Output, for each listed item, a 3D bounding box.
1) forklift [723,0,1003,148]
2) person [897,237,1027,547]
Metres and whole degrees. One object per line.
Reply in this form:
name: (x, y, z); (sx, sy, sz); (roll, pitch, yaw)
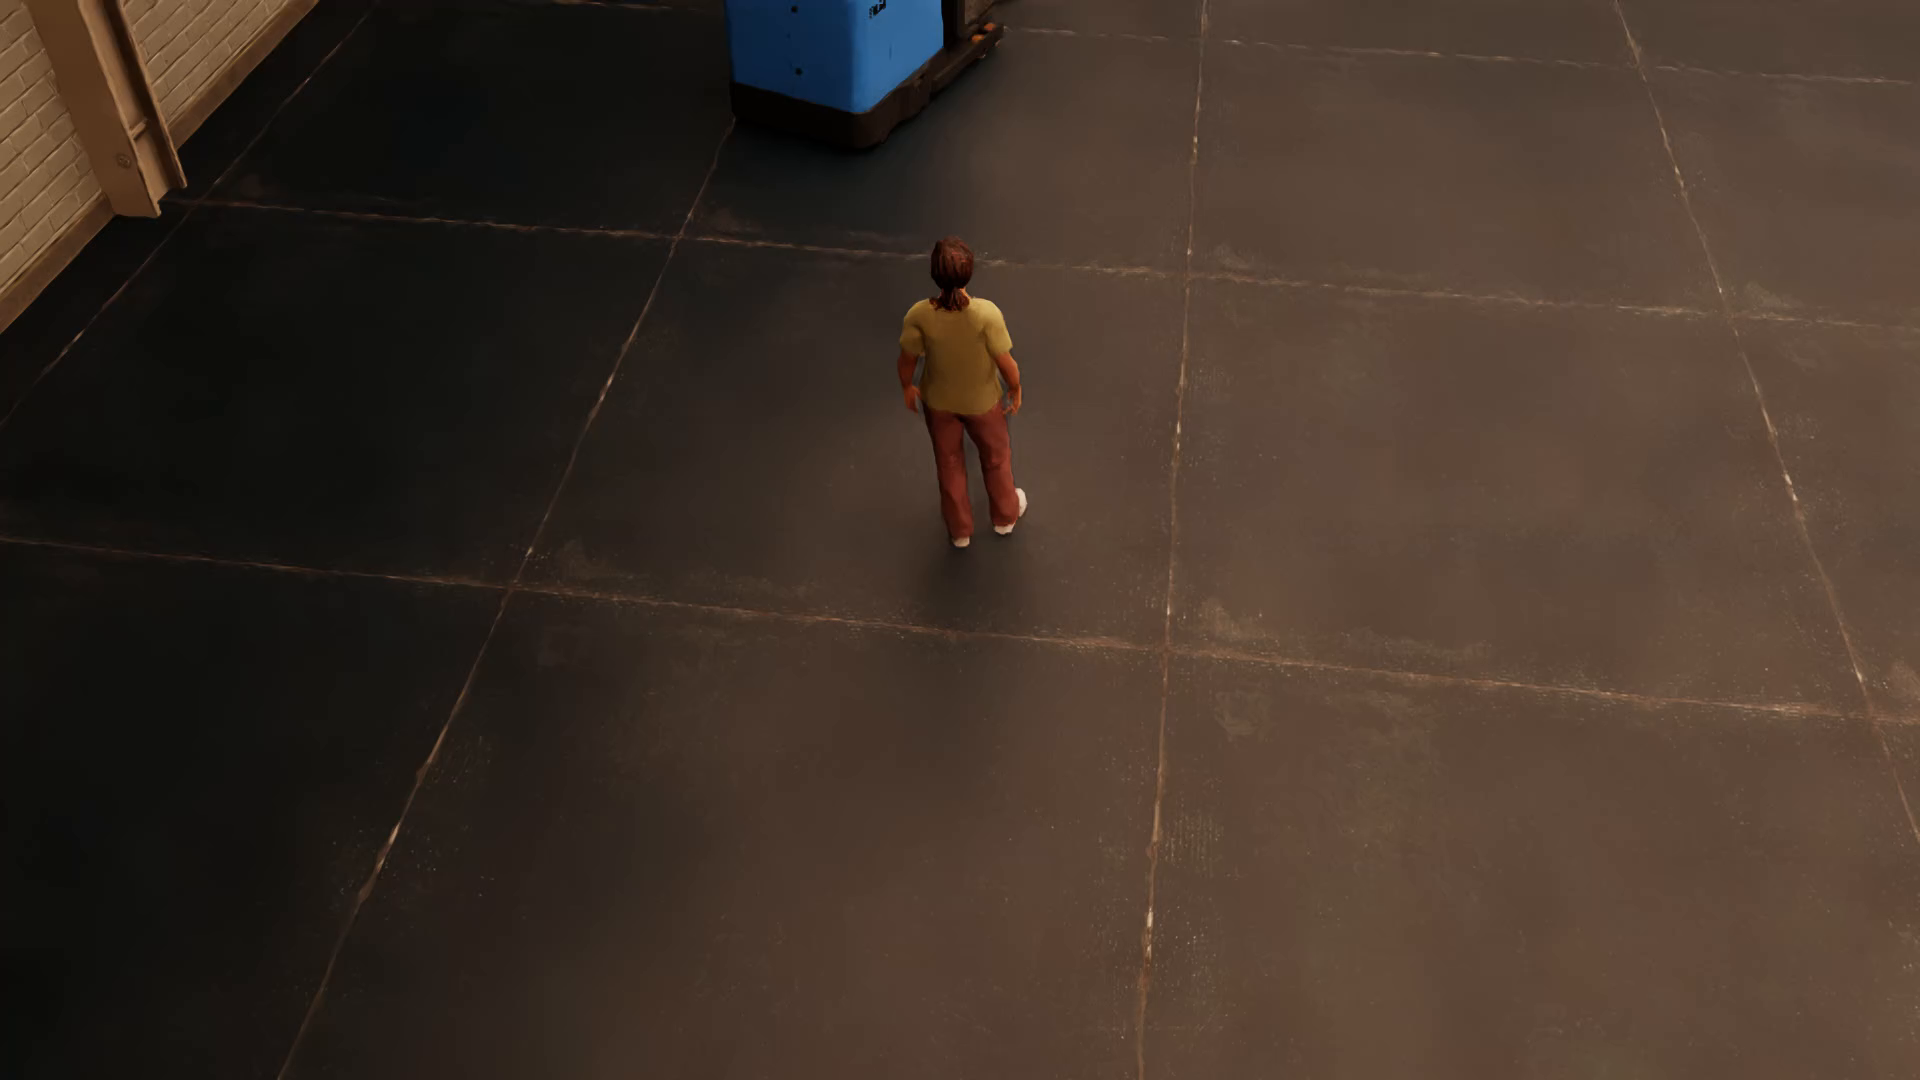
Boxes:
forklift: (-0.355, -4.540, 10.667); (1.130, 2.935, 3.031); (19, 46, 20)
person: (0.021, -0.671, 7.372); (0.554, 1.674, 0.548); (5, 43, 6)
